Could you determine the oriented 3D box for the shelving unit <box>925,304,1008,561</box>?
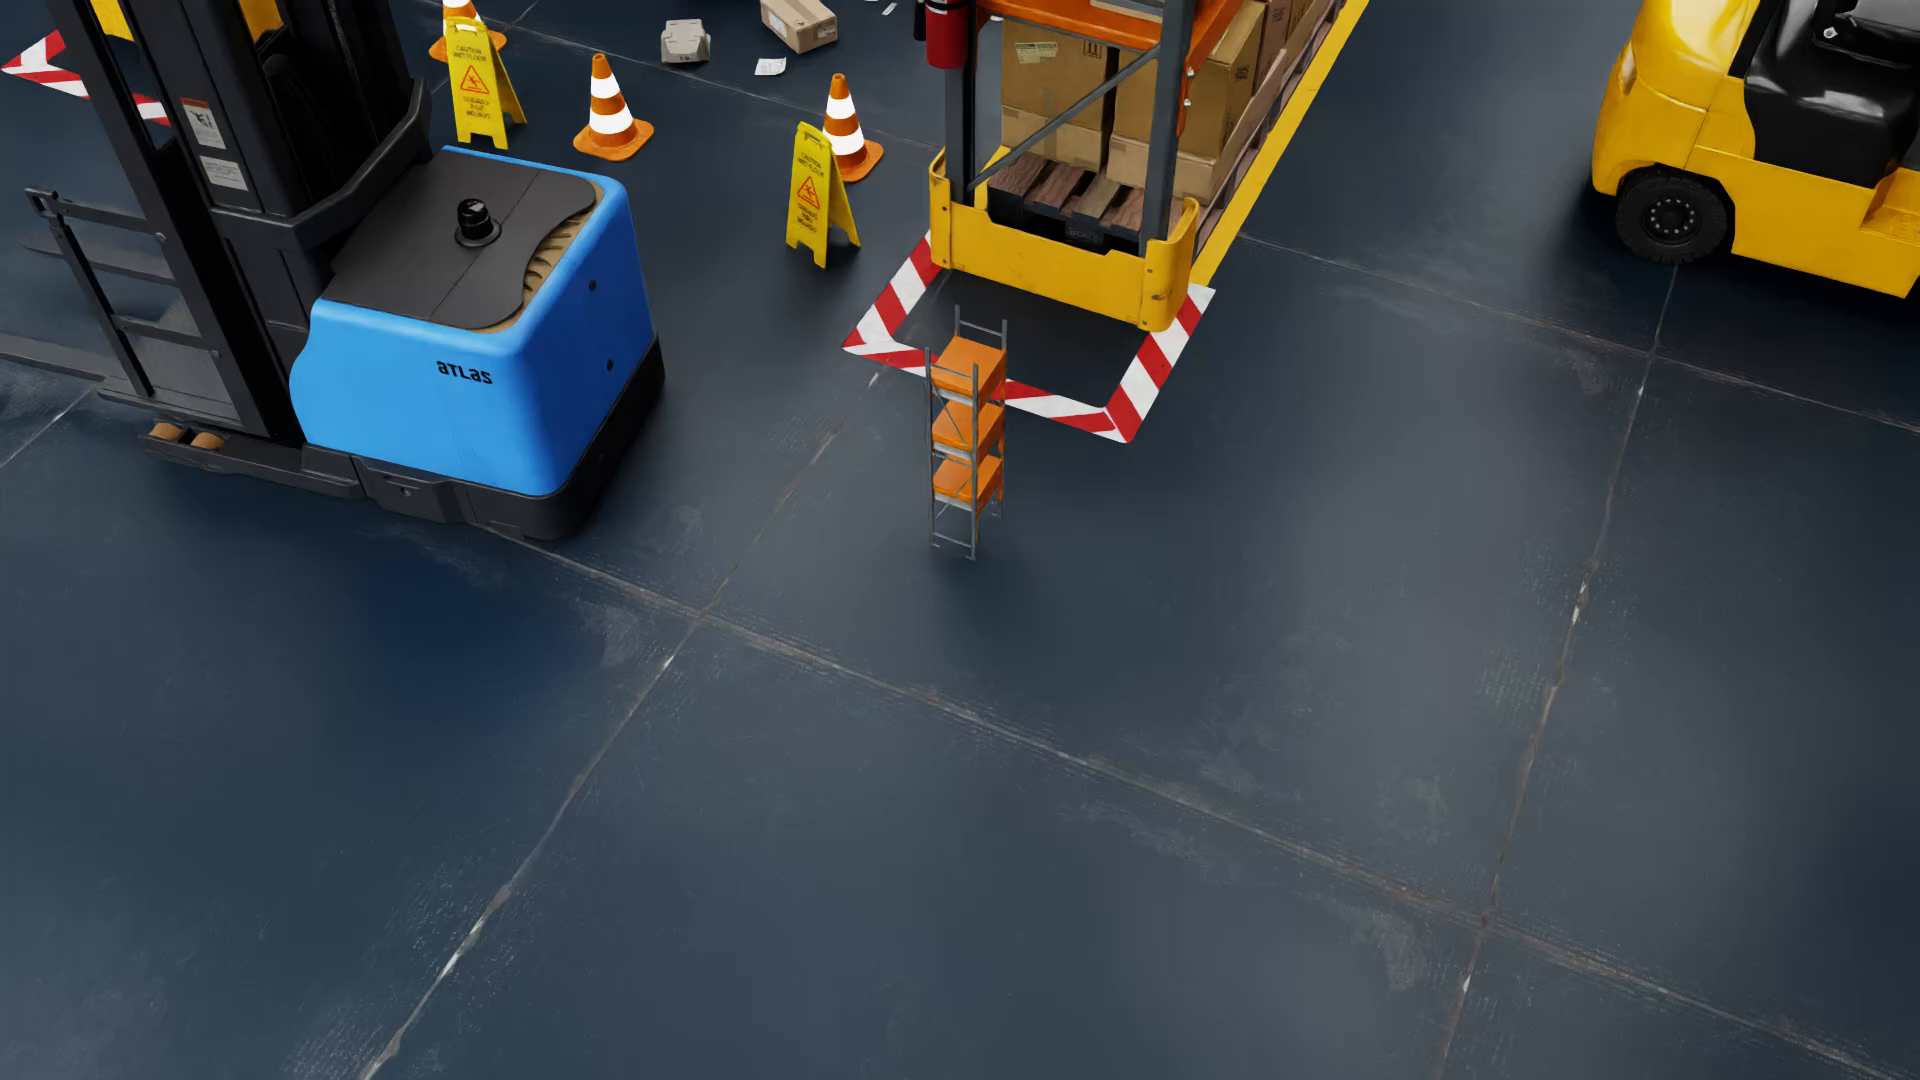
[{"bbox_3d":[0.023,-0.377,6.197,0.215,1.050,0.252,20,52,16],"label":"shelving unit"}]

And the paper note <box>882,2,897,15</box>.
[{"bbox_3d":[-0.380,-2.877,9.007,0.032,0.001,0.123,20,52,16],"label":"paper note"}]

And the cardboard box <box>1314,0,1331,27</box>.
[{"bbox_3d":[1.672,-2.915,8.606,0.500,0.250,0.500,21,53,17],"label":"cardboard box"}]

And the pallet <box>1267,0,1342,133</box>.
[{"bbox_3d":[1.347,-2.663,8.692,1.003,0.211,1.213,20,52,16],"label":"pallet"}]

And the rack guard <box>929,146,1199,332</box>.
[{"bbox_3d":[0.445,-1.371,7.404,1.175,0.500,0.348,20,52,16],"label":"rack guard"}]

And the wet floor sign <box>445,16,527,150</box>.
[{"bbox_3d":[-2.328,-2.243,8.050,0.267,0.644,0.232,12,51,10],"label":"wet floor sign"}]

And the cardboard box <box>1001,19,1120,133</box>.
[{"bbox_3d":[0.519,-2.253,7.550,0.500,0.500,0.500,20,53,16],"label":"cardboard box"}]

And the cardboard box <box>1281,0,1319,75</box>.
[{"bbox_3d":[1.454,-2.568,8.311,0.500,0.250,0.500,23,53,18],"label":"cardboard box"}]

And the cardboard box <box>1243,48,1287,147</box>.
[{"bbox_3d":[1.232,-2.188,7.987,0.500,0.250,0.500,22,53,17],"label":"cardboard box"}]

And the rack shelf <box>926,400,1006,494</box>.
[{"bbox_3d":[0.023,-0.370,6.205,0.215,0.259,0.240,20,52,16],"label":"rack shelf"}]

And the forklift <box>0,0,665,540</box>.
[{"bbox_3d":[-2.826,-1.599,6.001,3.031,2.935,1.130,13,51,11],"label":"forklift"}]

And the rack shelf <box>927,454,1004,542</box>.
[{"bbox_3d":[0.023,-0.190,6.416,0.215,0.259,0.240,20,52,16],"label":"rack shelf"}]

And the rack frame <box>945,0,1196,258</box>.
[{"bbox_3d":[0.413,-2.129,6.407,1.000,3.000,0.127,20,52,16],"label":"rack frame"}]

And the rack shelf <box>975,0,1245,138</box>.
[{"bbox_3d":[1.267,-3.273,7.853,1.077,0.370,4.000,20,52,16],"label":"rack shelf"}]

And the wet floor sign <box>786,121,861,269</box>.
[{"bbox_3d":[-0.636,-1.583,7.489,0.232,0.644,0.267,-37,59,-27],"label":"wet floor sign"}]

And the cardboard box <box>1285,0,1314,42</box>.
[{"bbox_3d":[1.458,-2.803,8.018,0.500,0.500,0.500,21,53,17],"label":"cardboard box"}]

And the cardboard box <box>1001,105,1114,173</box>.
[{"bbox_3d":[0.525,-2.035,7.857,0.500,0.250,0.500,20,52,16],"label":"cardboard box"}]

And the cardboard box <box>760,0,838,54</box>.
[{"bbox_3d":[-0.854,-2.764,8.820,0.250,0.149,0.380,-28,55,-22],"label":"cardboard box"}]

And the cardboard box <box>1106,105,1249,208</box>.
[{"bbox_3d":[1.007,-1.839,7.690,0.500,0.250,0.500,19,52,16],"label":"cardboard box"}]

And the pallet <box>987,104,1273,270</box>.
[{"bbox_3d":[0.824,-1.826,7.980,1.003,0.211,1.213,20,52,16],"label":"pallet"}]

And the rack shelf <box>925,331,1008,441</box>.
[{"bbox_3d":[0.023,-0.554,5.989,0.215,0.259,0.240,20,52,16],"label":"rack shelf"}]

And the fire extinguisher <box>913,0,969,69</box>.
[{"bbox_3d":[-0.053,-2.175,6.497,0.296,0.674,0.183,20,52,16],"label":"fire extinguisher"}]

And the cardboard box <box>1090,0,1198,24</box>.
[{"bbox_3d":[0.745,-2.214,6.644,0.380,0.149,0.250,20,52,16],"label":"cardboard box"}]

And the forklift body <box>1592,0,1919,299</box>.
[{"bbox_3d":[4.063,-2.141,6.974,2.313,2.155,1.214,20,52,16],"label":"forklift body"}]

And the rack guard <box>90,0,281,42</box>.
[{"bbox_3d":[-4.116,-2.843,8.656,1.175,0.500,0.348,20,52,16],"label":"rack guard"}]

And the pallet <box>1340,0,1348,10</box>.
[{"bbox_3d":[1.867,-3.506,9.410,1.003,0.211,1.213,20,52,16],"label":"pallet"}]

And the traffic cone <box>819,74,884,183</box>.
[{"bbox_3d":[-0.570,-2.023,7.982,0.336,0.463,0.334,20,52,16],"label":"traffic cone"}]

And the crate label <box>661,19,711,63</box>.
[{"bbox_3d":[-1.439,-2.606,8.692,0.250,0.136,0.298,-4,50,-3],"label":"crate label"}]

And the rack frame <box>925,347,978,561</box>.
[{"bbox_3d":[-0.029,-0.293,6.125,0.200,1.050,0.008,20,52,16],"label":"rack frame"}]

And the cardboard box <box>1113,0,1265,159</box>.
[{"bbox_3d":[1.017,-2.099,7.419,0.500,0.500,0.500,18,52,15],"label":"cardboard box"}]

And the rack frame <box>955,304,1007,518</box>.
[{"bbox_3d":[0.075,-0.461,6.268,0.200,1.050,0.008,20,52,16],"label":"rack frame"}]

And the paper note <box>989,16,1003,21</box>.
[{"bbox_3d":[0.203,-2.852,8.971,0.142,0.019,0.148,4,50,3],"label":"paper note"}]

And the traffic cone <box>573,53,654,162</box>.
[{"bbox_3d":[-1.719,-2.150,8.090,0.336,0.463,0.334,20,52,16],"label":"traffic cone"}]

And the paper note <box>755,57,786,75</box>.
[{"bbox_3d":[-0.983,-2.465,8.643,0.148,0.019,0.142,4,50,3],"label":"paper note"}]

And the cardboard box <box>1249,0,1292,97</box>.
[{"bbox_3d":[1.236,-2.460,7.726,0.500,0.500,0.500,18,52,15],"label":"cardboard box"}]

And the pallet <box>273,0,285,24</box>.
[{"bbox_3d":[-3.835,-3.342,9.271,1.003,0.211,1.213,20,52,16],"label":"pallet"}]

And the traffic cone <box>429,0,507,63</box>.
[{"bbox_3d":[-2.595,-2.751,8.603,0.336,0.463,0.334,20,52,16],"label":"traffic cone"}]
